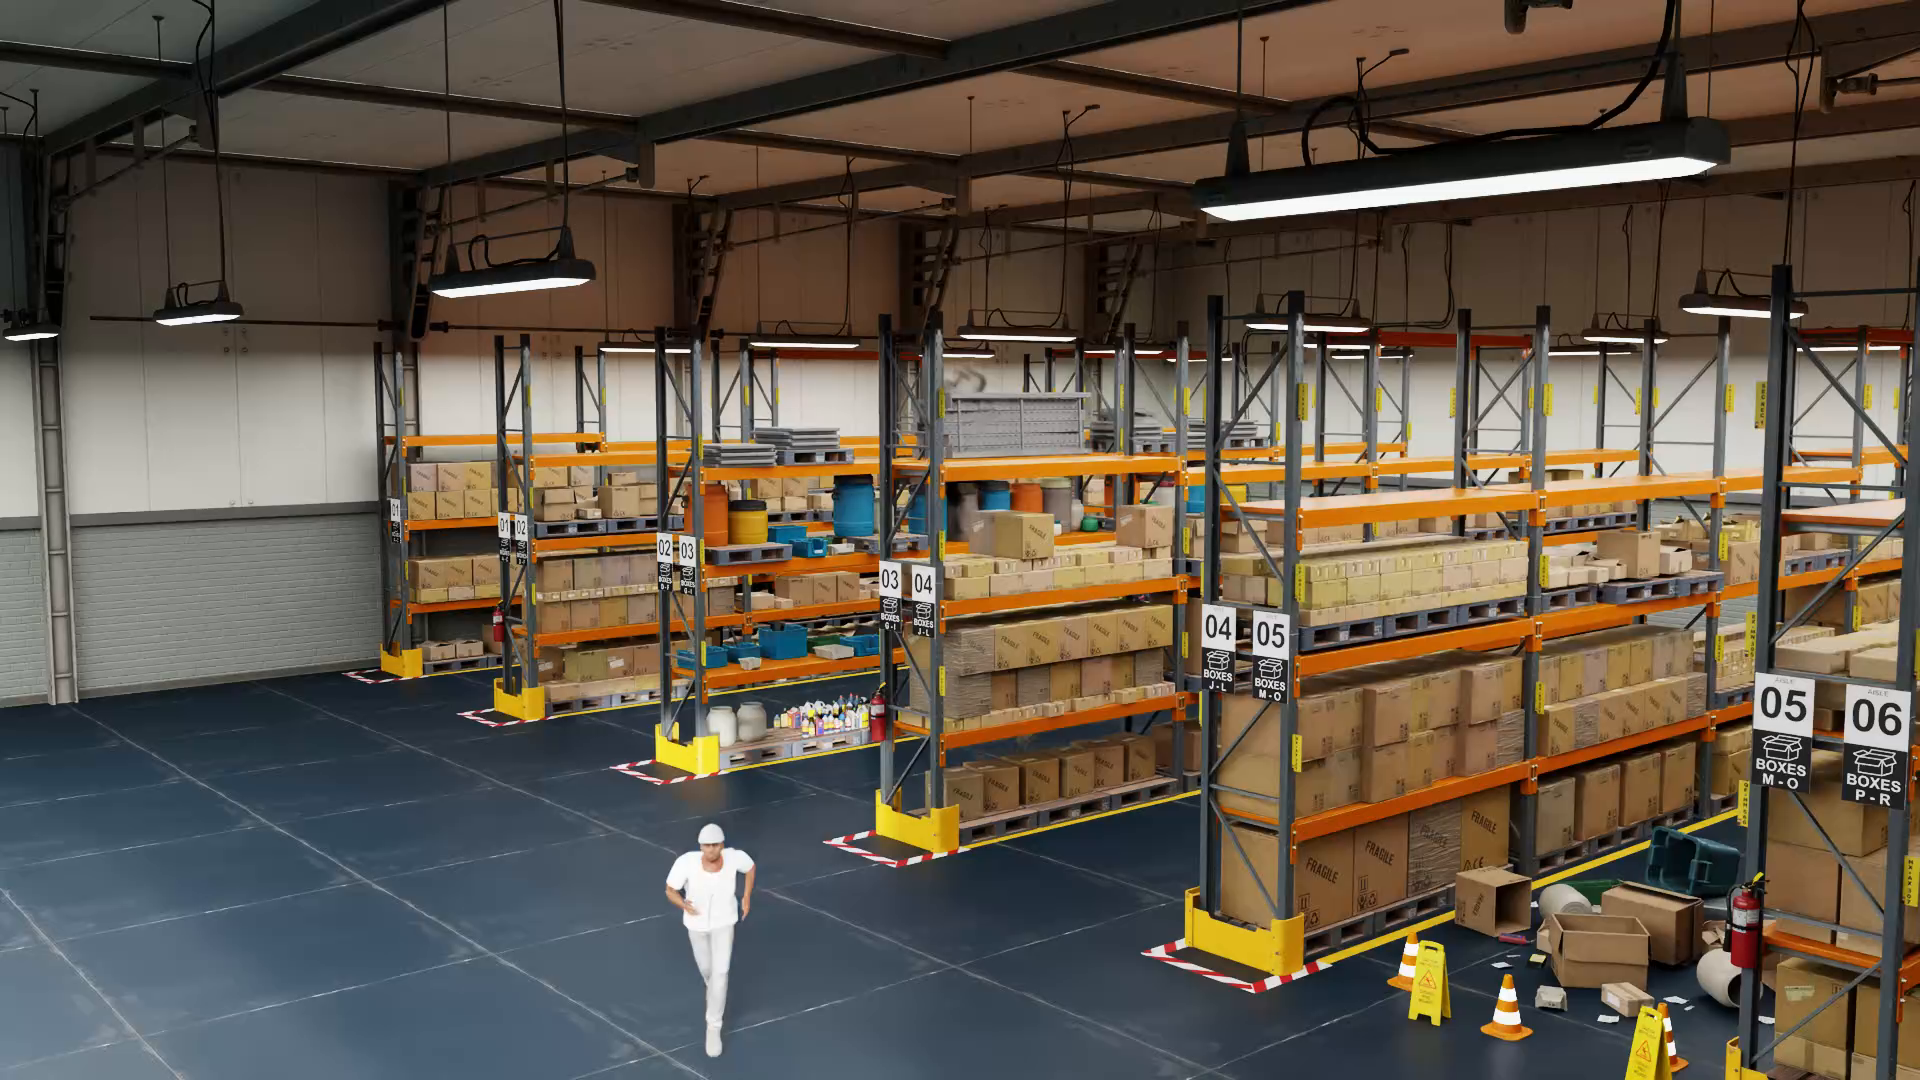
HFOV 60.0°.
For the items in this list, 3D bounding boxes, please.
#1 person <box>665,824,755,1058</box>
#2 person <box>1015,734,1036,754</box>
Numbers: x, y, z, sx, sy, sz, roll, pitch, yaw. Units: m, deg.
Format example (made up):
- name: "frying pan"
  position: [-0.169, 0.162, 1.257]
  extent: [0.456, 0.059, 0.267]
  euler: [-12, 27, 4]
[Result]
- name: "person"
  position: [-1.995, 3.090, 13.330]
  extent: [0.698, 1.763, 1.094]
  euler: [0, 5, -4]
- name: "person"
  position: [0.830, 2.160, 22.786]
  extent: [0.717, 1.565, 0.617]
  euler: [-5, 7, -42]
